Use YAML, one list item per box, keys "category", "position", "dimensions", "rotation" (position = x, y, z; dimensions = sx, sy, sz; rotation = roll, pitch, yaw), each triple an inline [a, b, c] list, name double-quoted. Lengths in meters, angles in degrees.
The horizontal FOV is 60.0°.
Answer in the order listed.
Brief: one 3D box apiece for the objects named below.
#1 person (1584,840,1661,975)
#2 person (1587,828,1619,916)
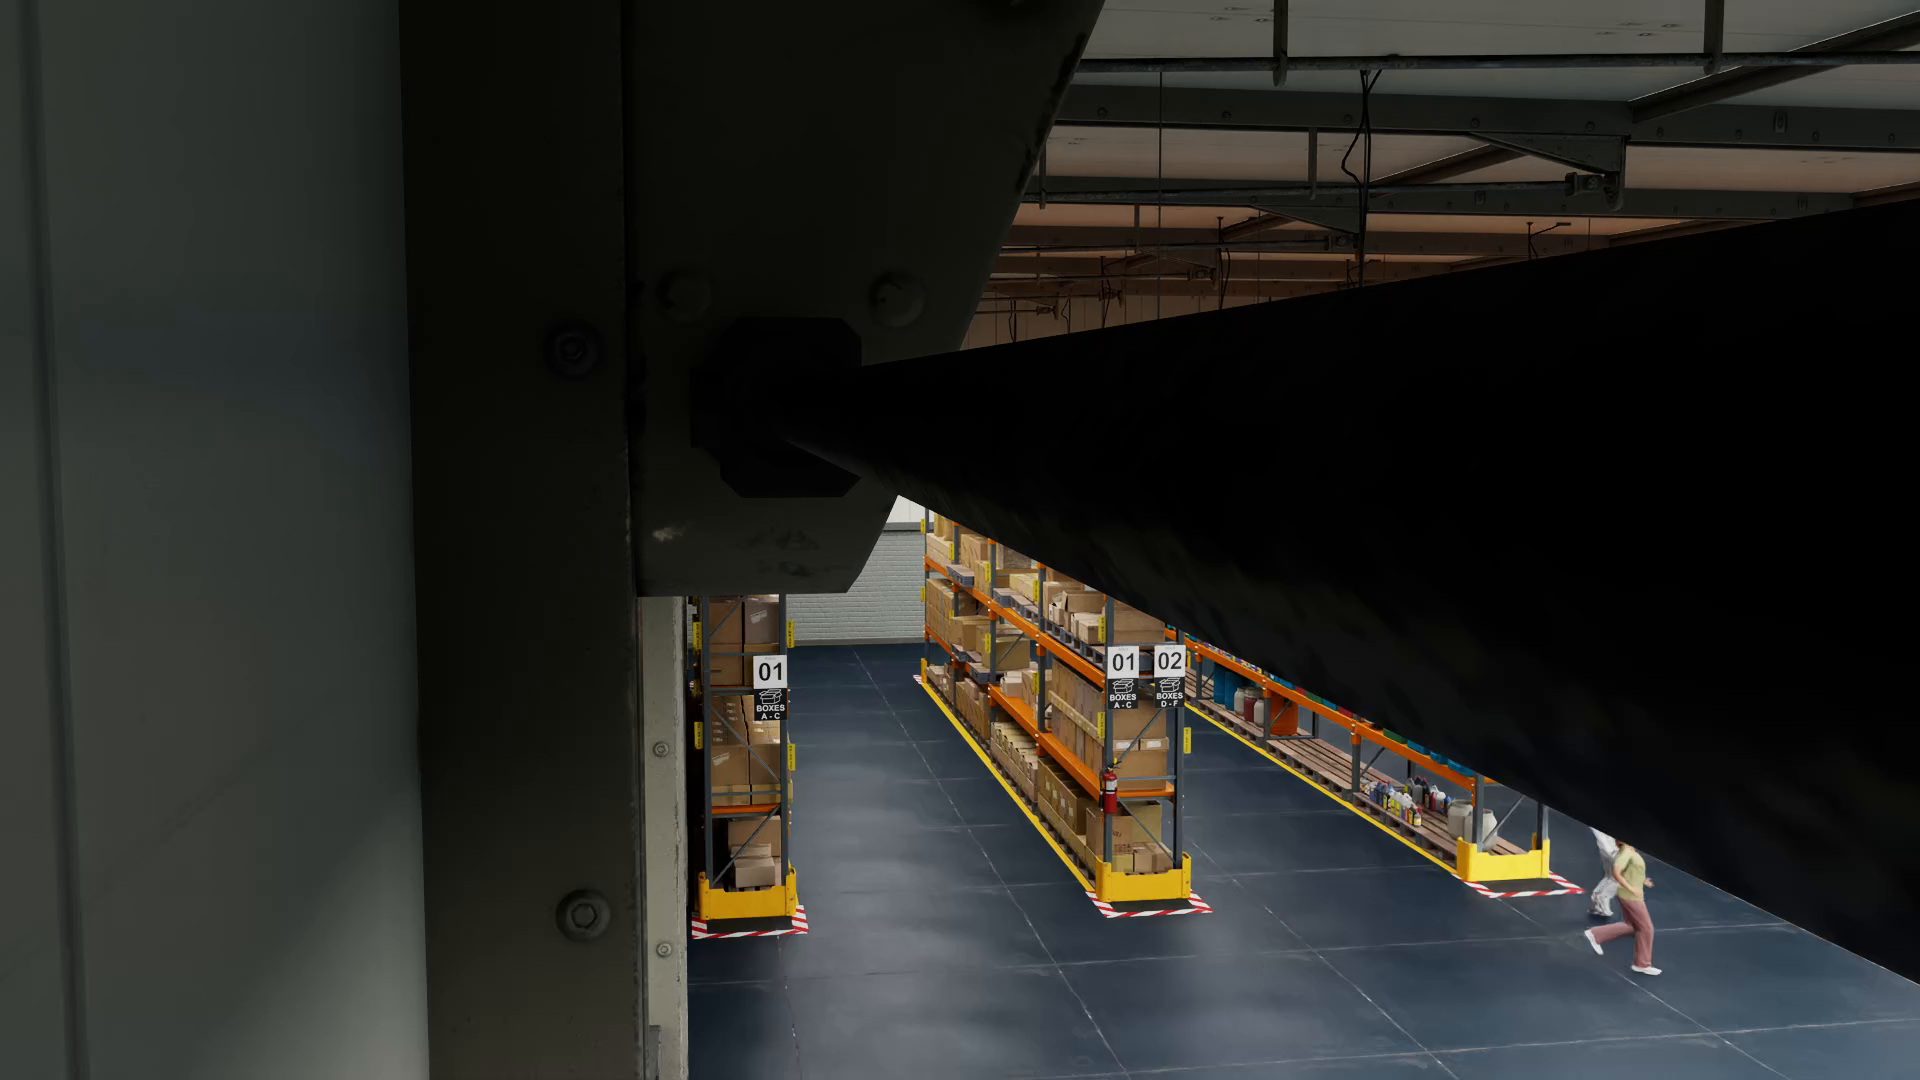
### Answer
- category: "person"
  position: [7.278, 3.919, 18.203]
  dimensions: [0.804, 1.657, 0.579]
  rotation: [1, 5, 17]
- category: "person"
  position: [7.904, 3.726, 20.037]
  dimensions: [0.603, 1.654, 0.579]
  rotation: [2, 5, 18]
